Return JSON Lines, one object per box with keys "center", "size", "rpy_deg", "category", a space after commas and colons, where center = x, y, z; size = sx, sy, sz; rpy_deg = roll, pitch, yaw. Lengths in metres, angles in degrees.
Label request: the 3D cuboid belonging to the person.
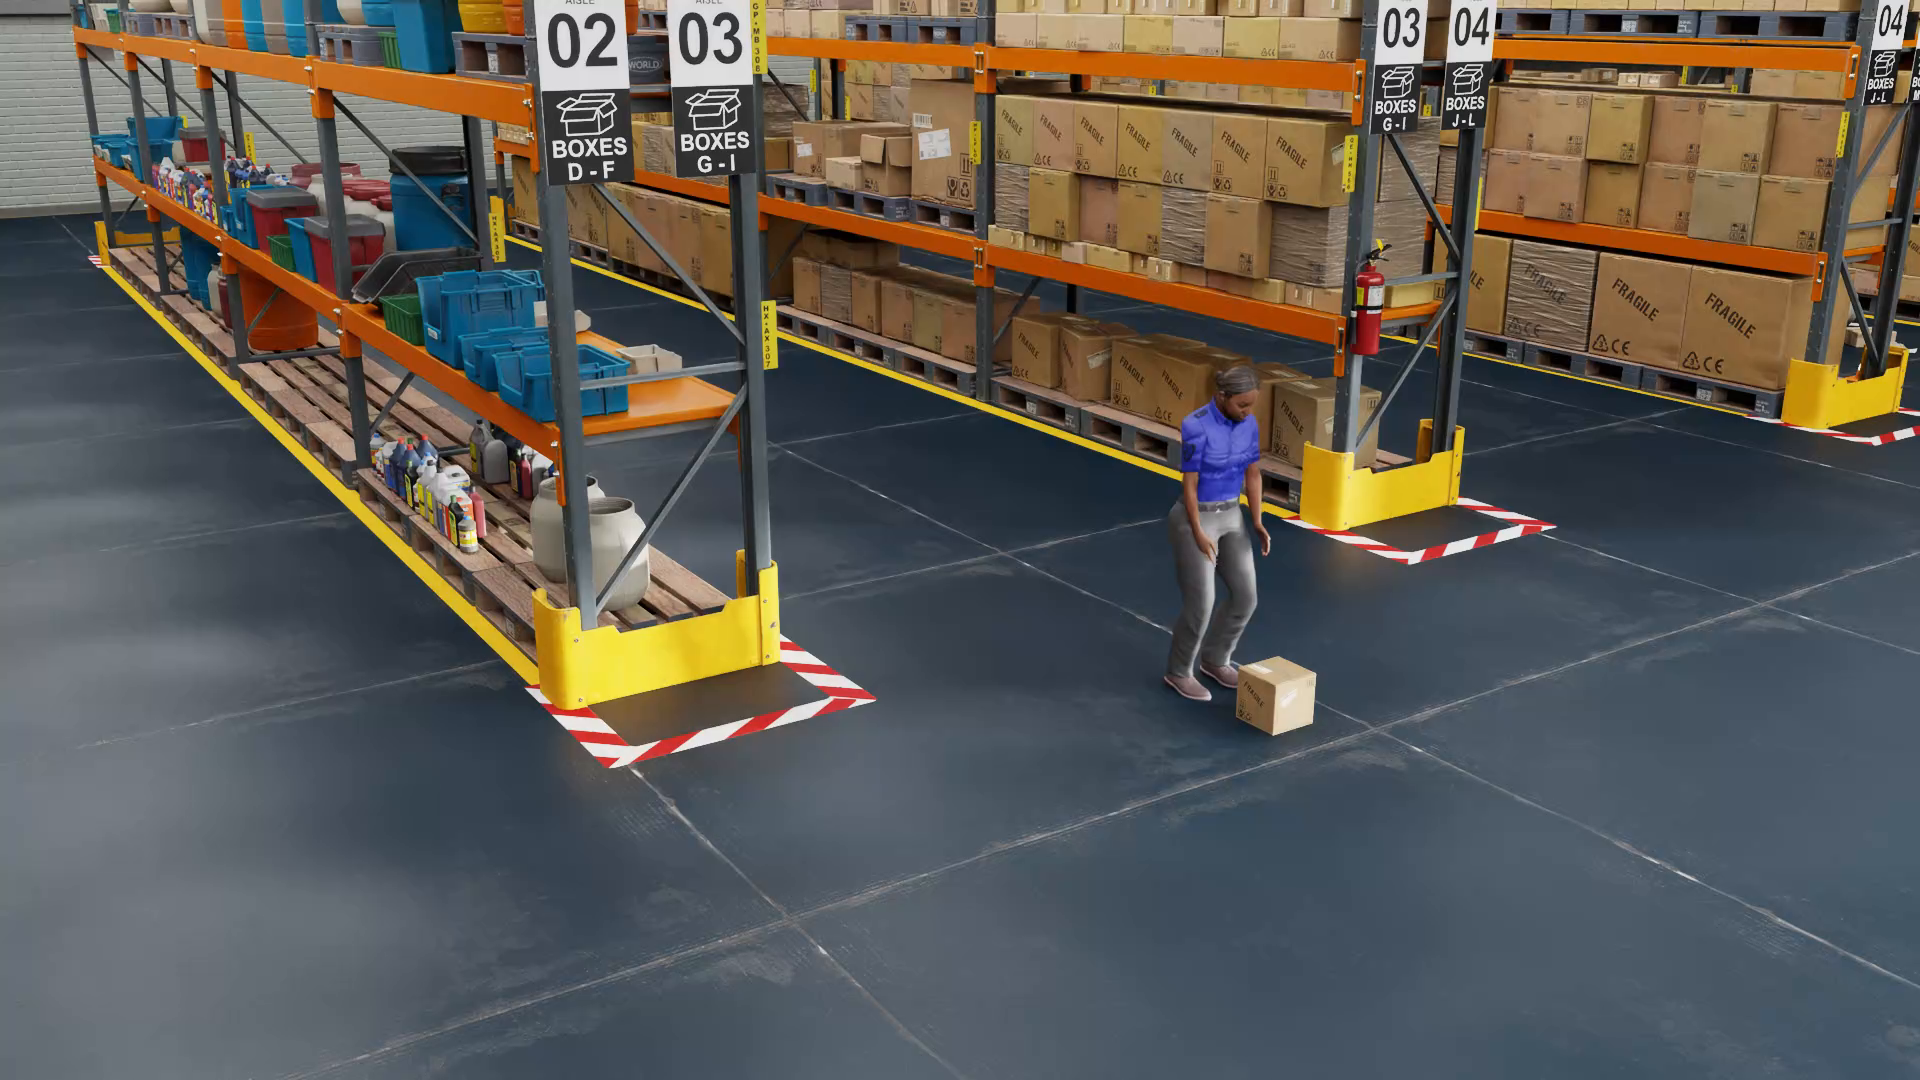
{"center": [1.216, -0.051, 7.837], "size": [0.461, 1.600, 0.392], "rpy_deg": [-11, 21, -30], "category": "person"}
